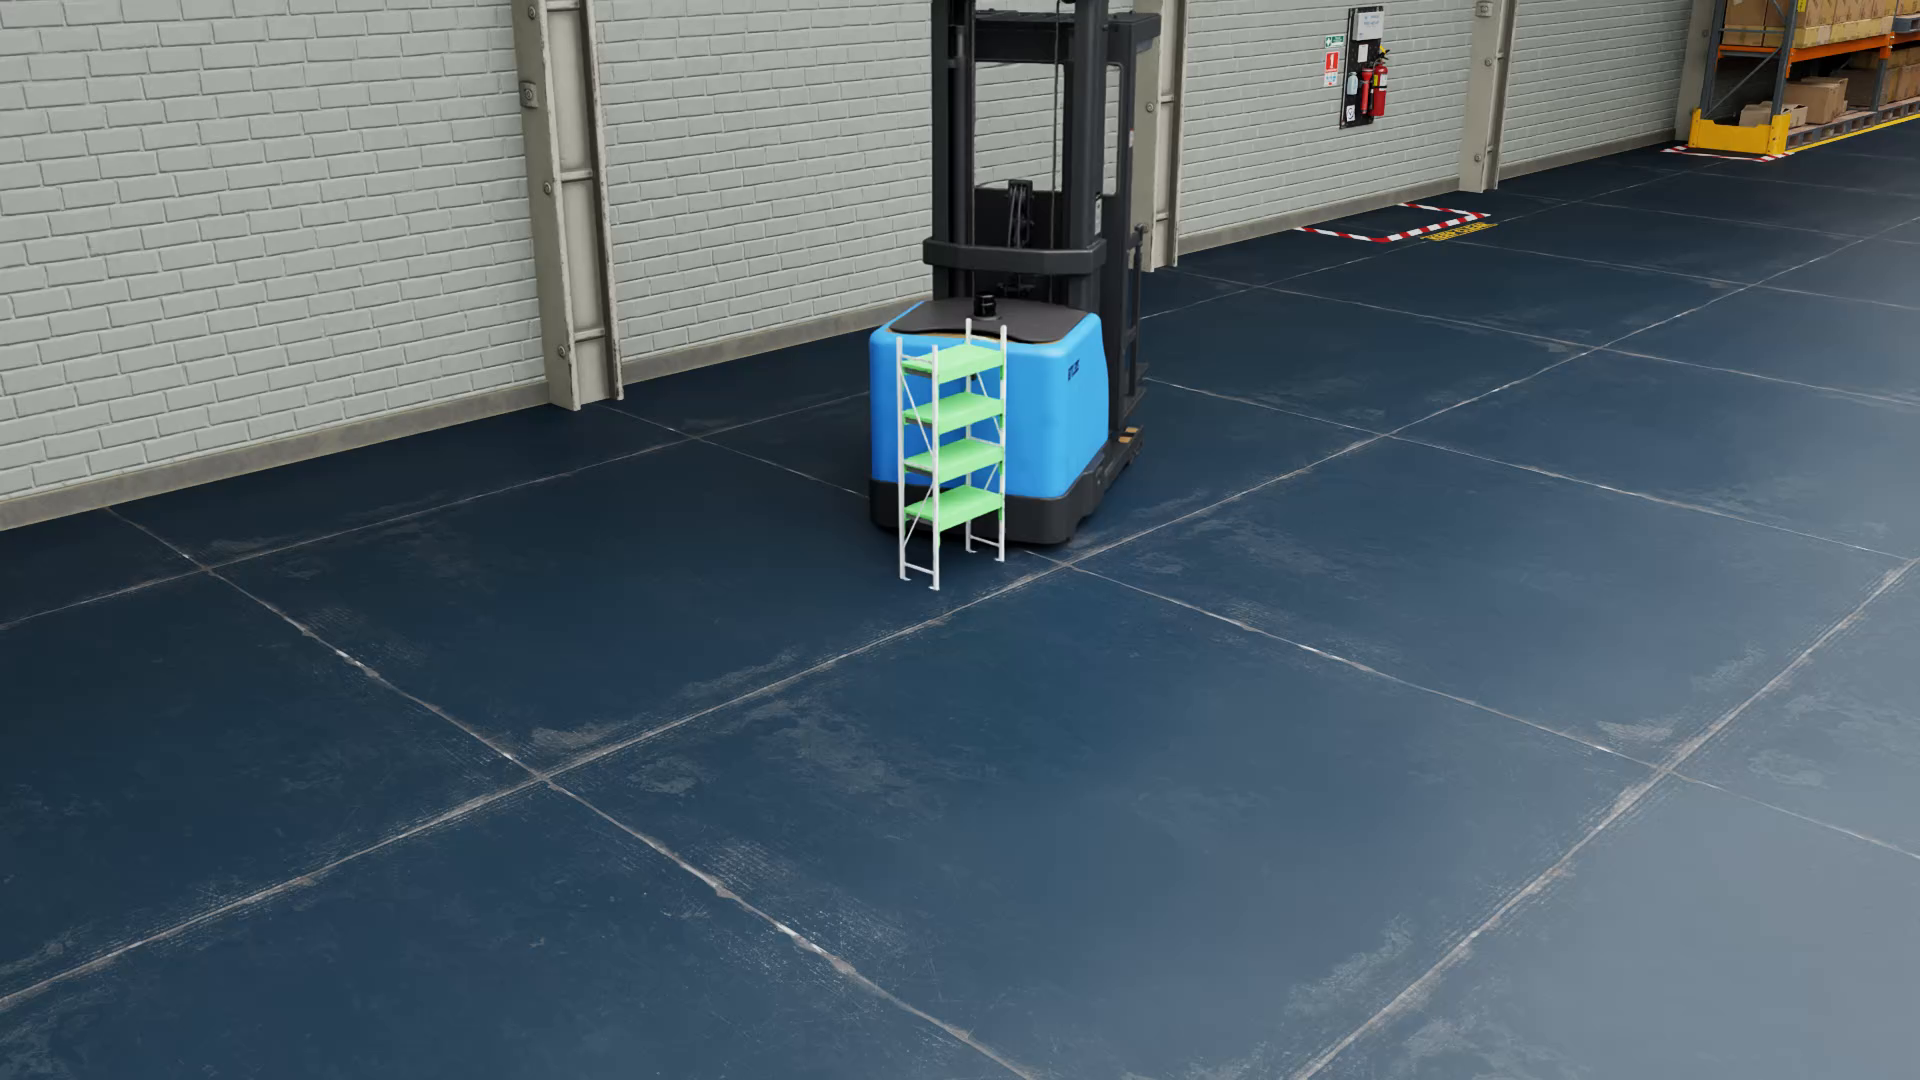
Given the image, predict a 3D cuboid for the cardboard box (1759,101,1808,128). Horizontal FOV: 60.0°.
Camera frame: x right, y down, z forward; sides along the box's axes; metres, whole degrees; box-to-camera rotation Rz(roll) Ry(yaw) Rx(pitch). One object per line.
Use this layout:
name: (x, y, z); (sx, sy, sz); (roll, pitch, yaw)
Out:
cardboard box: (11.165, -5.806, 22.634); (0.500, 0.311, 0.500); (-17, 27, -38)

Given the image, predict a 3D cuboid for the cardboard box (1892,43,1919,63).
cardboard box: (14.894, -7.670, 26.174); (0.500, 0.250, 0.500); (-20, 28, -41)

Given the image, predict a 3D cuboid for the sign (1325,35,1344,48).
sign: (3.702, -4.929, 16.429); (0.001, 0.109, 0.331); (19, 28, 41)

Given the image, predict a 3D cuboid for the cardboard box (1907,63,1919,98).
cardboard box: (14.567, -7.213, 26.030); (0.700, 0.500, 0.500); (19, 28, 40)

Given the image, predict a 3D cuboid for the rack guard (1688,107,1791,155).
rack guard: (10.273, -5.407, 21.944); (1.175, 0.500, 0.348); (19, 28, 41)

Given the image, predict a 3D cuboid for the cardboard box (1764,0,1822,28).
cardboard box: (10.769, -6.891, 21.457); (0.500, 0.500, 0.500); (19, 28, 41)

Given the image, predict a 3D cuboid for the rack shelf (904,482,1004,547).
rack shelf: (-0.037, -0.128, 8.082); (0.258, 0.148, 0.480); (17, 27, 38)

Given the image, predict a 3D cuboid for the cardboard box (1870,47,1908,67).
cardboard box: (14.177, -7.413, 25.505); (0.500, 0.250, 0.500); (18, 28, 39)

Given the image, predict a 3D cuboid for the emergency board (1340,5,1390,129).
emergency board: (4.152, -4.782, 16.836); (0.194, 1.169, 0.643); (19, 28, 41)

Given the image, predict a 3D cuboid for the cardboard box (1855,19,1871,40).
cardboard box: (12.204, -7.065, 22.955); (0.500, 0.250, 0.500); (19, 28, 40)

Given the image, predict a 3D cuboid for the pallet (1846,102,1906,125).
pallet: (13.553, -6.481, 25.142); (1.003, 0.211, 1.213); (19, 28, 41)

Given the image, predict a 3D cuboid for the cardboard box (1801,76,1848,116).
cardboard box: (12.315, -6.344, 23.769); (0.500, 0.500, 0.500); (17, 27, 37)

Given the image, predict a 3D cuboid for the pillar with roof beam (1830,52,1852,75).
pillar with roof beam: (17.359, -10.215, 22.610); (9.100, 9.000, 0.400); (19, 28, 41)

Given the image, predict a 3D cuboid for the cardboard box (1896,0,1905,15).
cardboard box: (13.390, -7.956, 24.341); (0.700, 0.500, 0.500); (19, 28, 41)

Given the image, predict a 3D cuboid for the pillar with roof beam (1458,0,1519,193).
pillar with roof beam: (8.988, -7.131, 14.584); (9.100, 9.000, 0.400); (19, 28, 41)

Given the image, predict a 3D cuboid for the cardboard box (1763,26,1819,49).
cardboard box: (10.788, -6.539, 21.588); (0.500, 0.250, 0.500); (18, 28, 39)

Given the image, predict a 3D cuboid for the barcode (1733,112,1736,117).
barcode: (10.493, -5.769, 22.524); (0.001, 0.075, 0.075); (19, 28, 41)

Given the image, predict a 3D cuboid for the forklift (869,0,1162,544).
forklift: (0.464, -1.844, 9.288); (1.130, 2.935, 3.031); (7, 22, 16)

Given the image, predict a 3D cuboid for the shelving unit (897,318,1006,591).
shelving unit: (-0.037, -0.412, 7.973); (0.258, 1.200, 0.503); (17, 27, 38)

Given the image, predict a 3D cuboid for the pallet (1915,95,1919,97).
pallet: (15.255, -7.108, 26.774); (1.003, 0.211, 1.213); (19, 28, 41)

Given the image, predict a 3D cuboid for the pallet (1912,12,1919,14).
pallet: (14.449, -8.002, 25.479); (1.003, 0.211, 1.213); (19, 28, 41)

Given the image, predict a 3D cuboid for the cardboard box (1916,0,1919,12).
cardboard box: (14.222, -8.275, 25.171); (0.500, 0.500, 0.700); (-16, 26, -35)

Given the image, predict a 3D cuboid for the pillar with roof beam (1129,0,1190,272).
pillar with roof beam: (4.802, -5.588, 10.571); (9.100, 9.000, 0.400); (19, 28, 41)

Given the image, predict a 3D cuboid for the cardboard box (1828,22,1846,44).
cardboard box: (11.500, -6.806, 22.281); (0.500, 0.250, 0.500); (19, 28, 40)

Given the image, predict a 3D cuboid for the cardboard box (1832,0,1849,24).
cardboard box: (11.485, -7.147, 22.123); (0.500, 0.500, 0.500); (18, 27, 39)

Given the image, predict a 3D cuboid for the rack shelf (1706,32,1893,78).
rack shelf: (11.615, -6.732, 22.912); (1.077, 0.370, 4.000); (19, 28, 41)

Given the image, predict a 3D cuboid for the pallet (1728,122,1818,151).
pallet: (10.865, -5.472, 22.516); (1.003, 0.211, 1.213); (19, 28, 41)

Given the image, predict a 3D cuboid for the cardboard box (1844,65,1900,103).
cardboard box: (13.837, -6.959, 25.371); (0.700, 0.500, 0.500); (19, 28, 40)

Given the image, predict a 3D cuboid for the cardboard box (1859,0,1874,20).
cardboard box: (12.199, -7.416, 22.824); (0.500, 0.500, 0.500); (18, 28, 39)

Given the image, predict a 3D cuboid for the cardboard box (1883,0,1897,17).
cardboard box: (12.902, -7.673, 23.491); (0.500, 0.500, 0.500); (19, 28, 41)

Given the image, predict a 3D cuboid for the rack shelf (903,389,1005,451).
rack shelf: (-0.037, -0.576, 7.910); (0.258, 0.148, 0.480); (17, 27, 38)

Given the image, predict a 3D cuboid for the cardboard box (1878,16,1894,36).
cardboard box: (12.897, -7.324, 23.629); (0.500, 0.250, 0.500); (19, 28, 41)

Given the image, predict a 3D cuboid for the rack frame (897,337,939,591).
rack frame: (-0.197, -0.346, 7.801); (0.240, 1.200, 0.015); (17, 27, 38)
